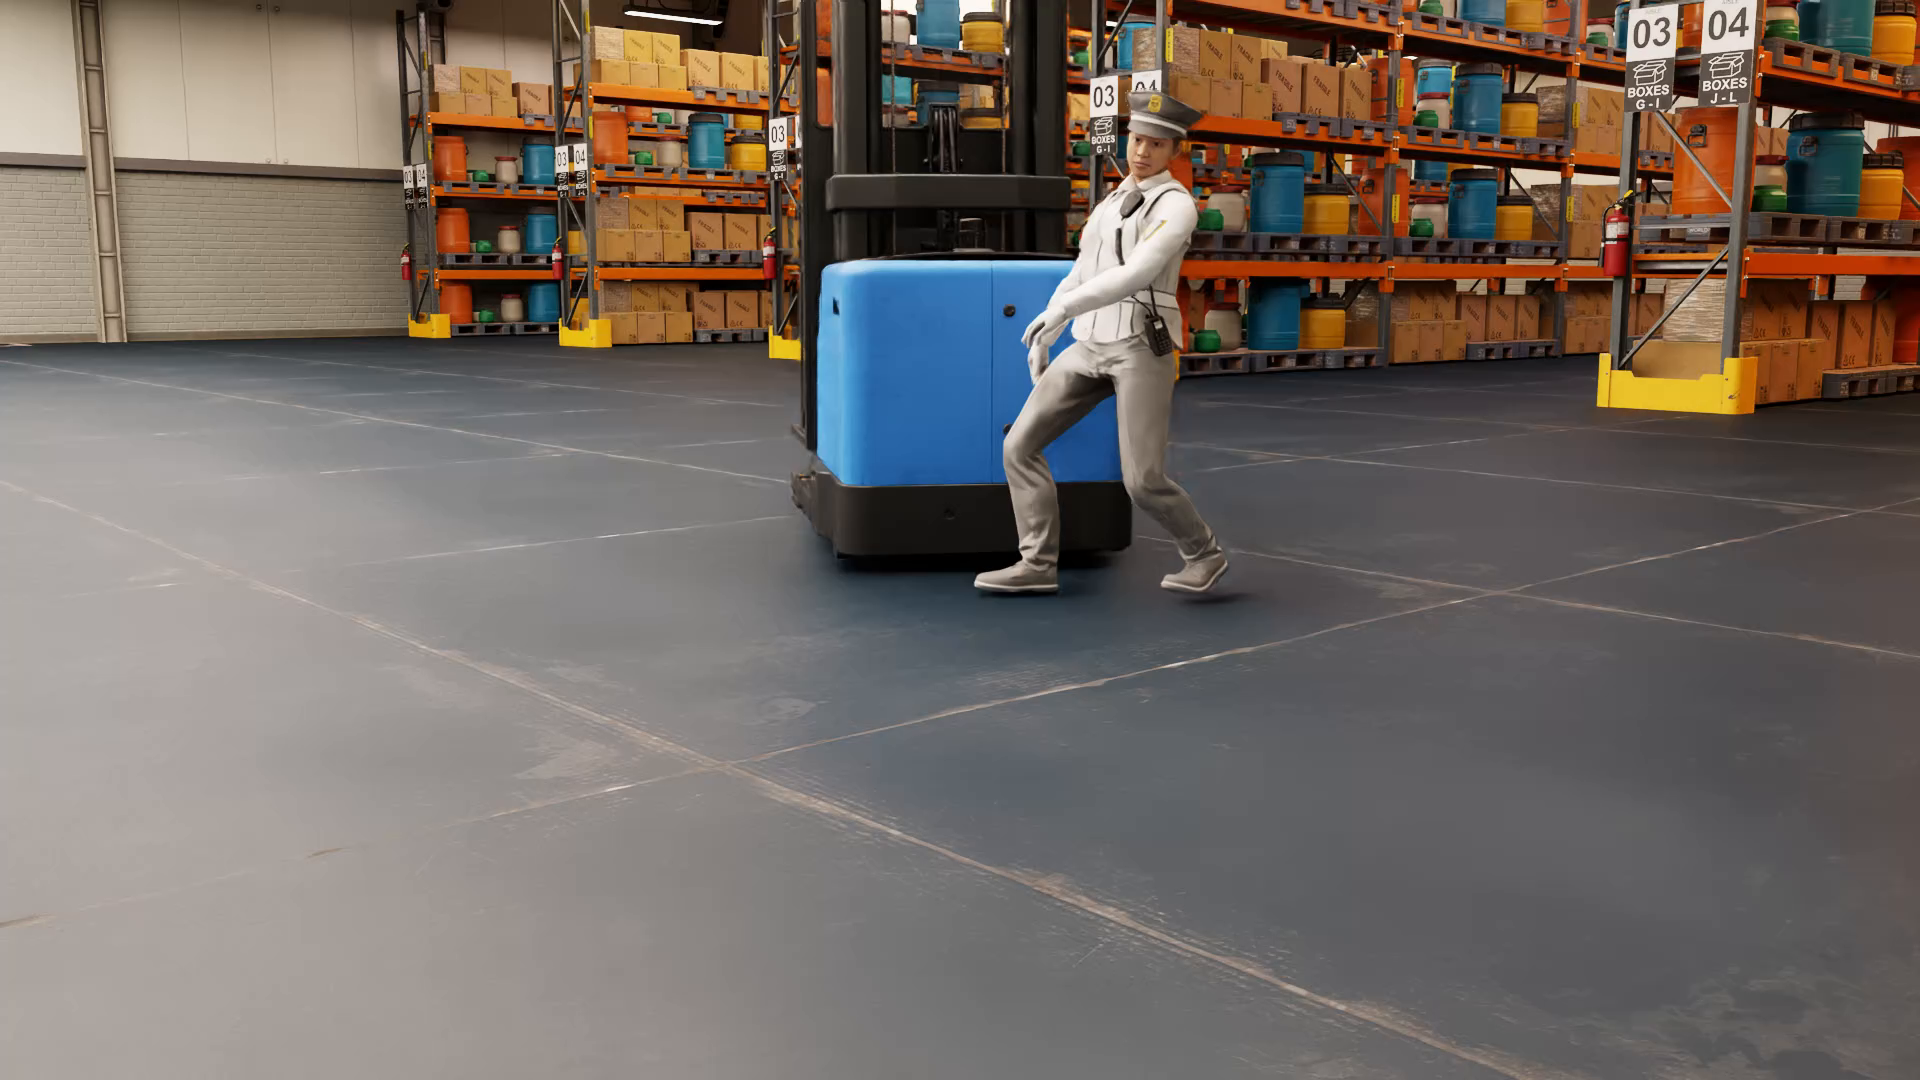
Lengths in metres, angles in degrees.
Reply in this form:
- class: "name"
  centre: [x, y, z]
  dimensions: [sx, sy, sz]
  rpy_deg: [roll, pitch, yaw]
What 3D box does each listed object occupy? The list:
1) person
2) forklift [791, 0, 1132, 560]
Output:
- class: "person"
  centre: [0.451, -0.596, 5.240]
  dimensions: [0.704, 1.567, 0.647]
  rpy_deg: [-6, 11, -34]
- class: "forklift"
  centre: [-0.152, -1.562, 7.050]
  dimensions: [1.130, 2.935, 3.031]
  rpy_deg: [-2, 9, -10]
